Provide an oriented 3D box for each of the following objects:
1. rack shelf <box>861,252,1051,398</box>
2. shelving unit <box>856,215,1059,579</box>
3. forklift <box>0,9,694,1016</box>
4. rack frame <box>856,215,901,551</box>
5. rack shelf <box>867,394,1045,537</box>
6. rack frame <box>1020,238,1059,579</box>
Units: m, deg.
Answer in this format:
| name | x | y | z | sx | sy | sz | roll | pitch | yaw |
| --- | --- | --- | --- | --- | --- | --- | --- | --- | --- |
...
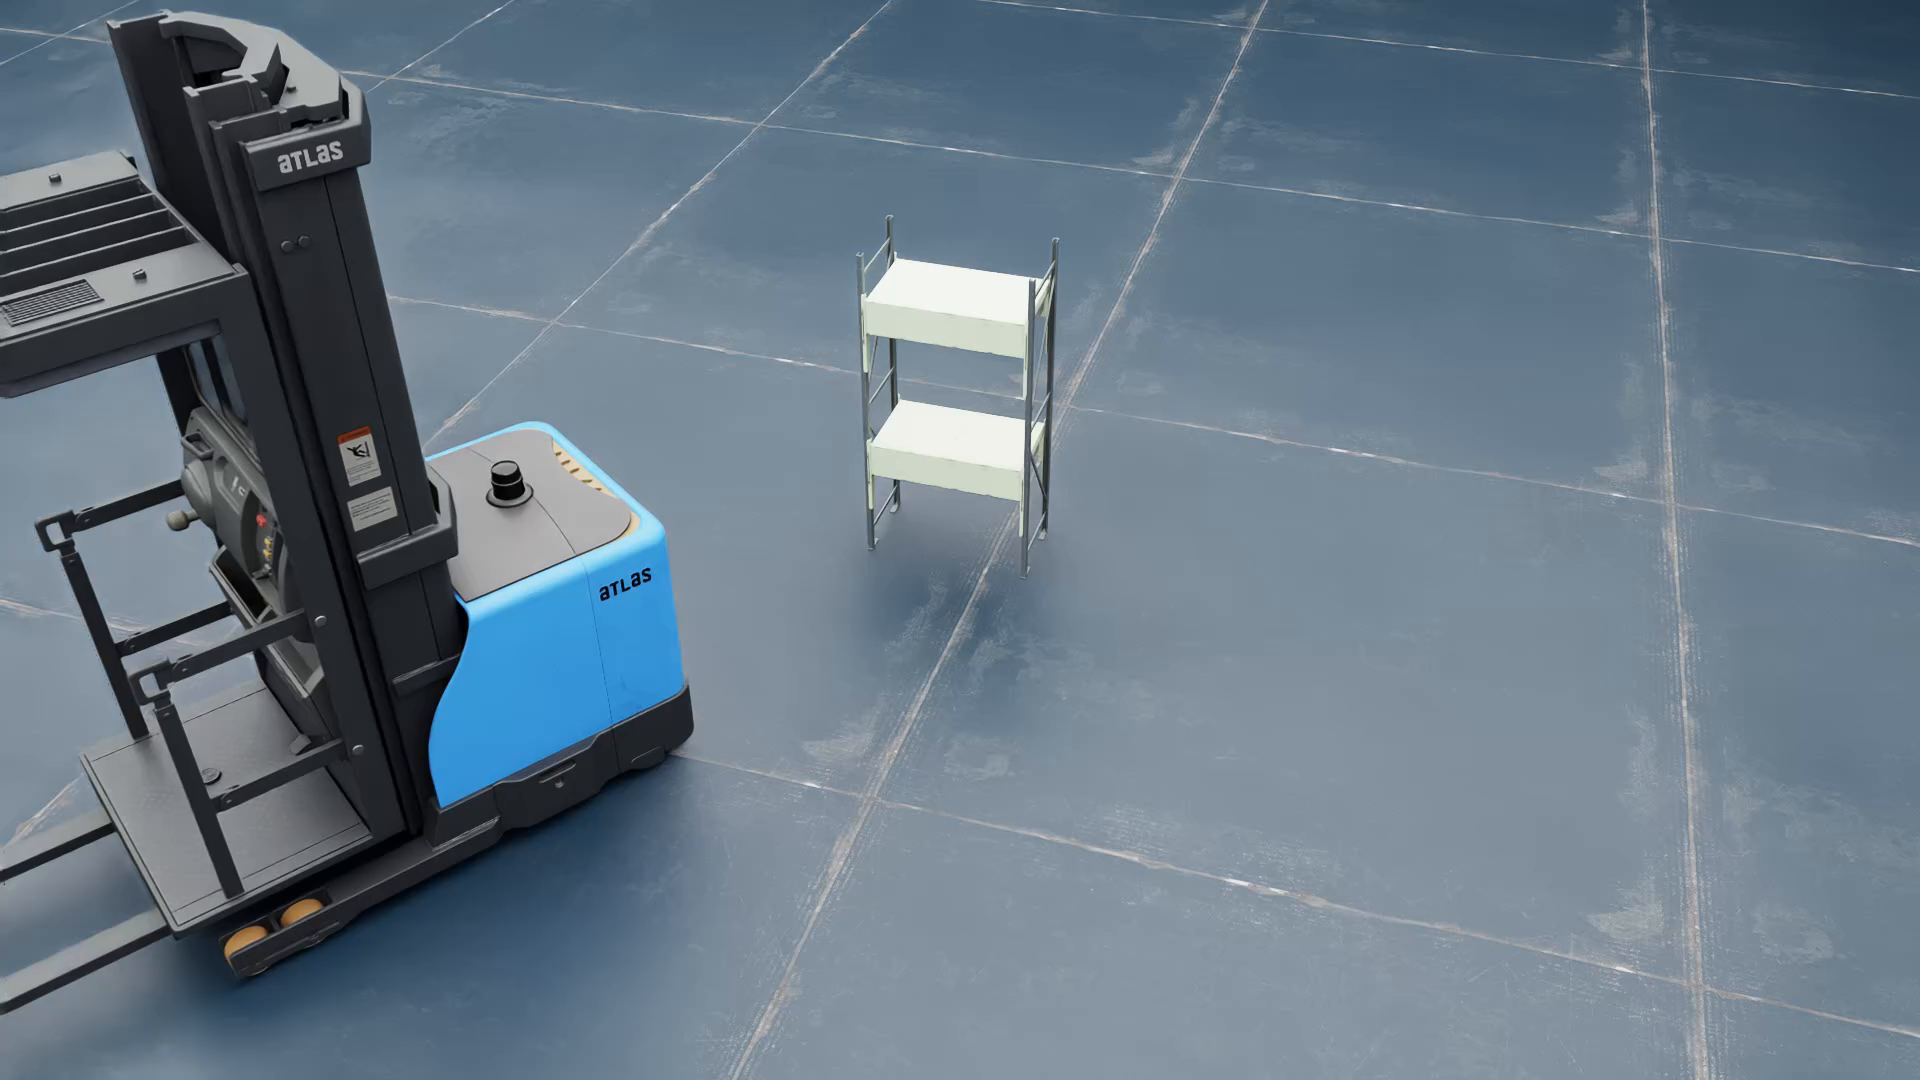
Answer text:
| name | x | y | z | sx | sy | sz | roll | pitch | yaw |
| --- | --- | --- | --- | --- | --- | --- | --- | --- | --- |
| rack shelf | -0.006 | -0.919 | 7.076 | 0.720 | 0.370 | 0.431 | 10 | 38 | 14 |
| shelving unit | -0.006 | -0.605 | 7.307 | 0.755 | 1.500 | 0.431 | 10 | 38 | 14 |
| forklift | -2.523 | -0.041 | 5.333 | 3.031 | 2.935 | 1.130 | -25 | 43 | -30 |
| rack frame | -0.356 | -0.670 | 7.395 | 0.023 | 1.500 | 0.400 | 10 | 38 | 14 |
| rack shelf | -0.006 | -0.343 | 7.500 | 0.720 | 0.370 | 0.431 | 10 | 38 | 14 |
| rack frame | 0.343 | -0.541 | 7.219 | 0.023 | 1.500 | 0.400 | 10 | 38 | 14 |
